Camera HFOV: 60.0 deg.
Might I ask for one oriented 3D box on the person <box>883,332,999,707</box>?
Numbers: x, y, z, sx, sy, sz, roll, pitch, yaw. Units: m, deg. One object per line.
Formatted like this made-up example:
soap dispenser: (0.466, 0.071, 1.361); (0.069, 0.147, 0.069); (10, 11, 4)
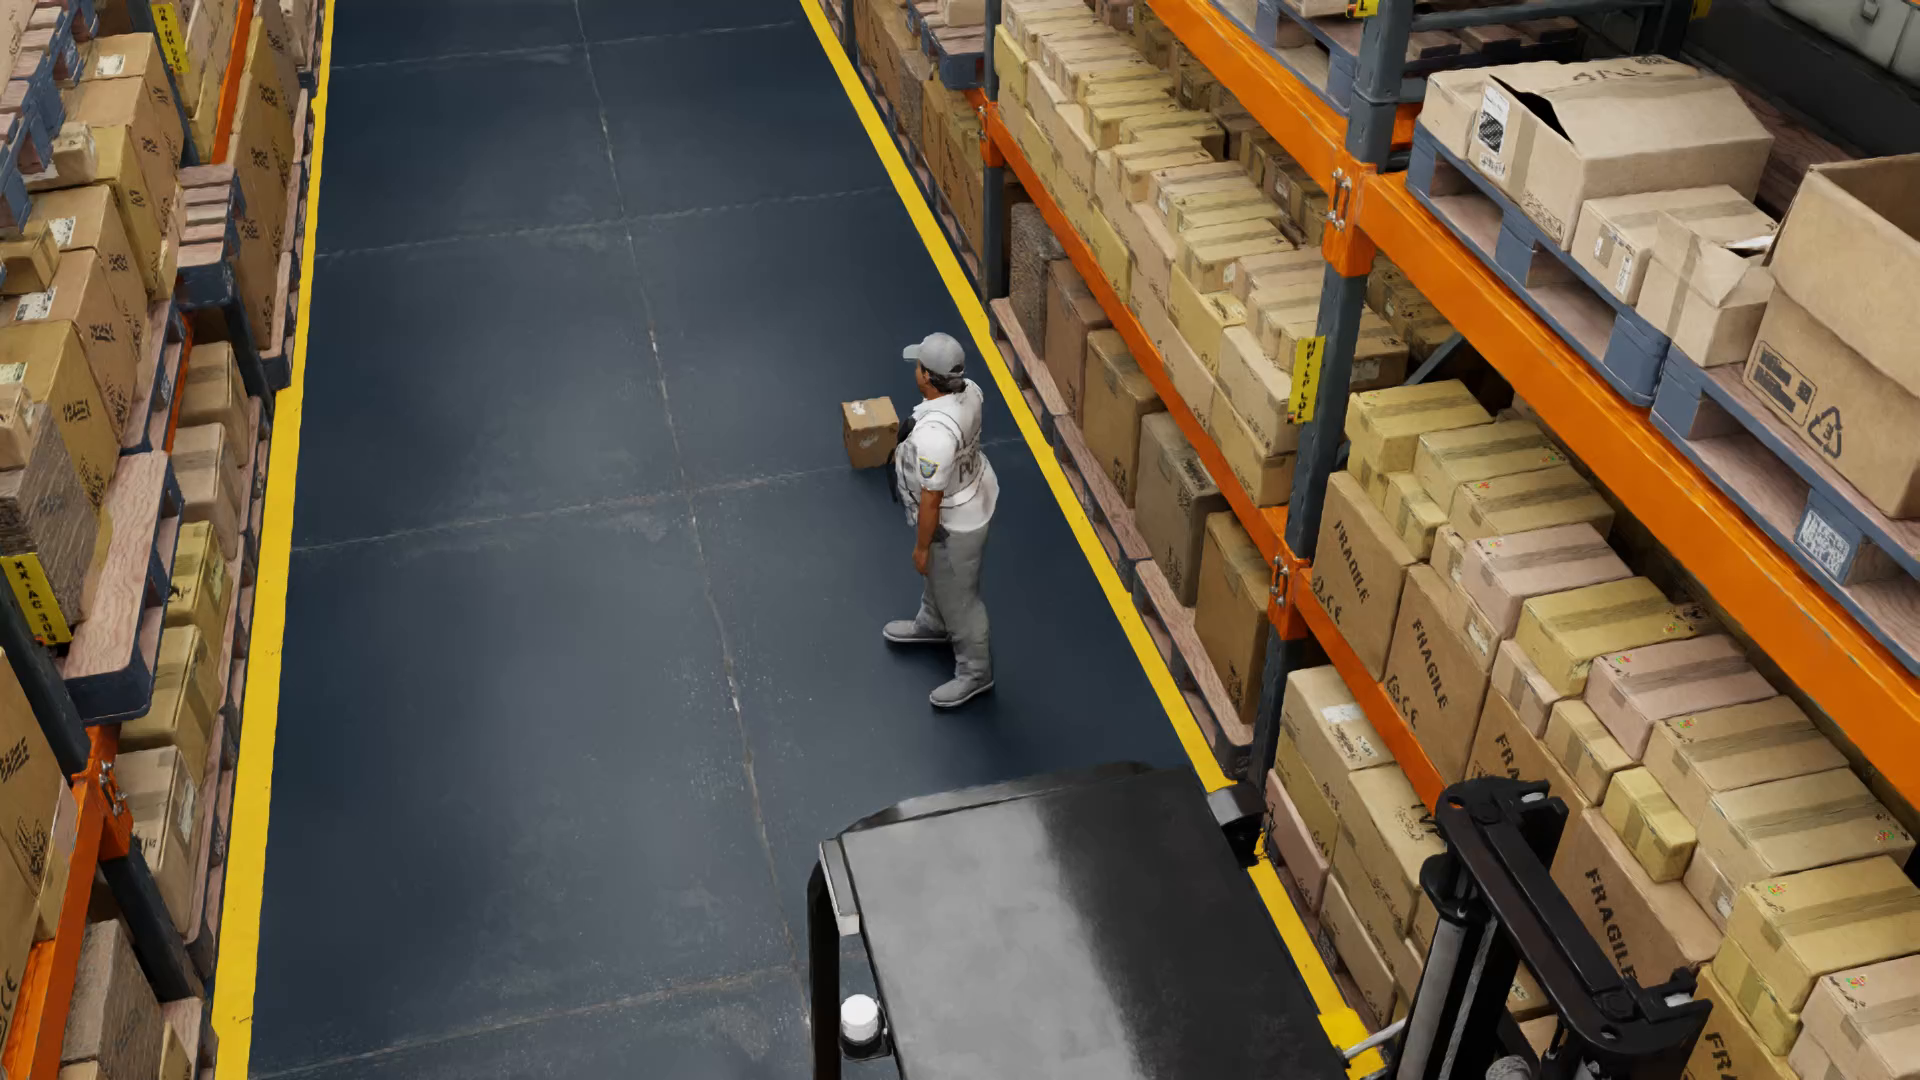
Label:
person: (-0.102, -0.117, 6.827); (0.537, 1.661, 0.583); (7, 39, 9)
